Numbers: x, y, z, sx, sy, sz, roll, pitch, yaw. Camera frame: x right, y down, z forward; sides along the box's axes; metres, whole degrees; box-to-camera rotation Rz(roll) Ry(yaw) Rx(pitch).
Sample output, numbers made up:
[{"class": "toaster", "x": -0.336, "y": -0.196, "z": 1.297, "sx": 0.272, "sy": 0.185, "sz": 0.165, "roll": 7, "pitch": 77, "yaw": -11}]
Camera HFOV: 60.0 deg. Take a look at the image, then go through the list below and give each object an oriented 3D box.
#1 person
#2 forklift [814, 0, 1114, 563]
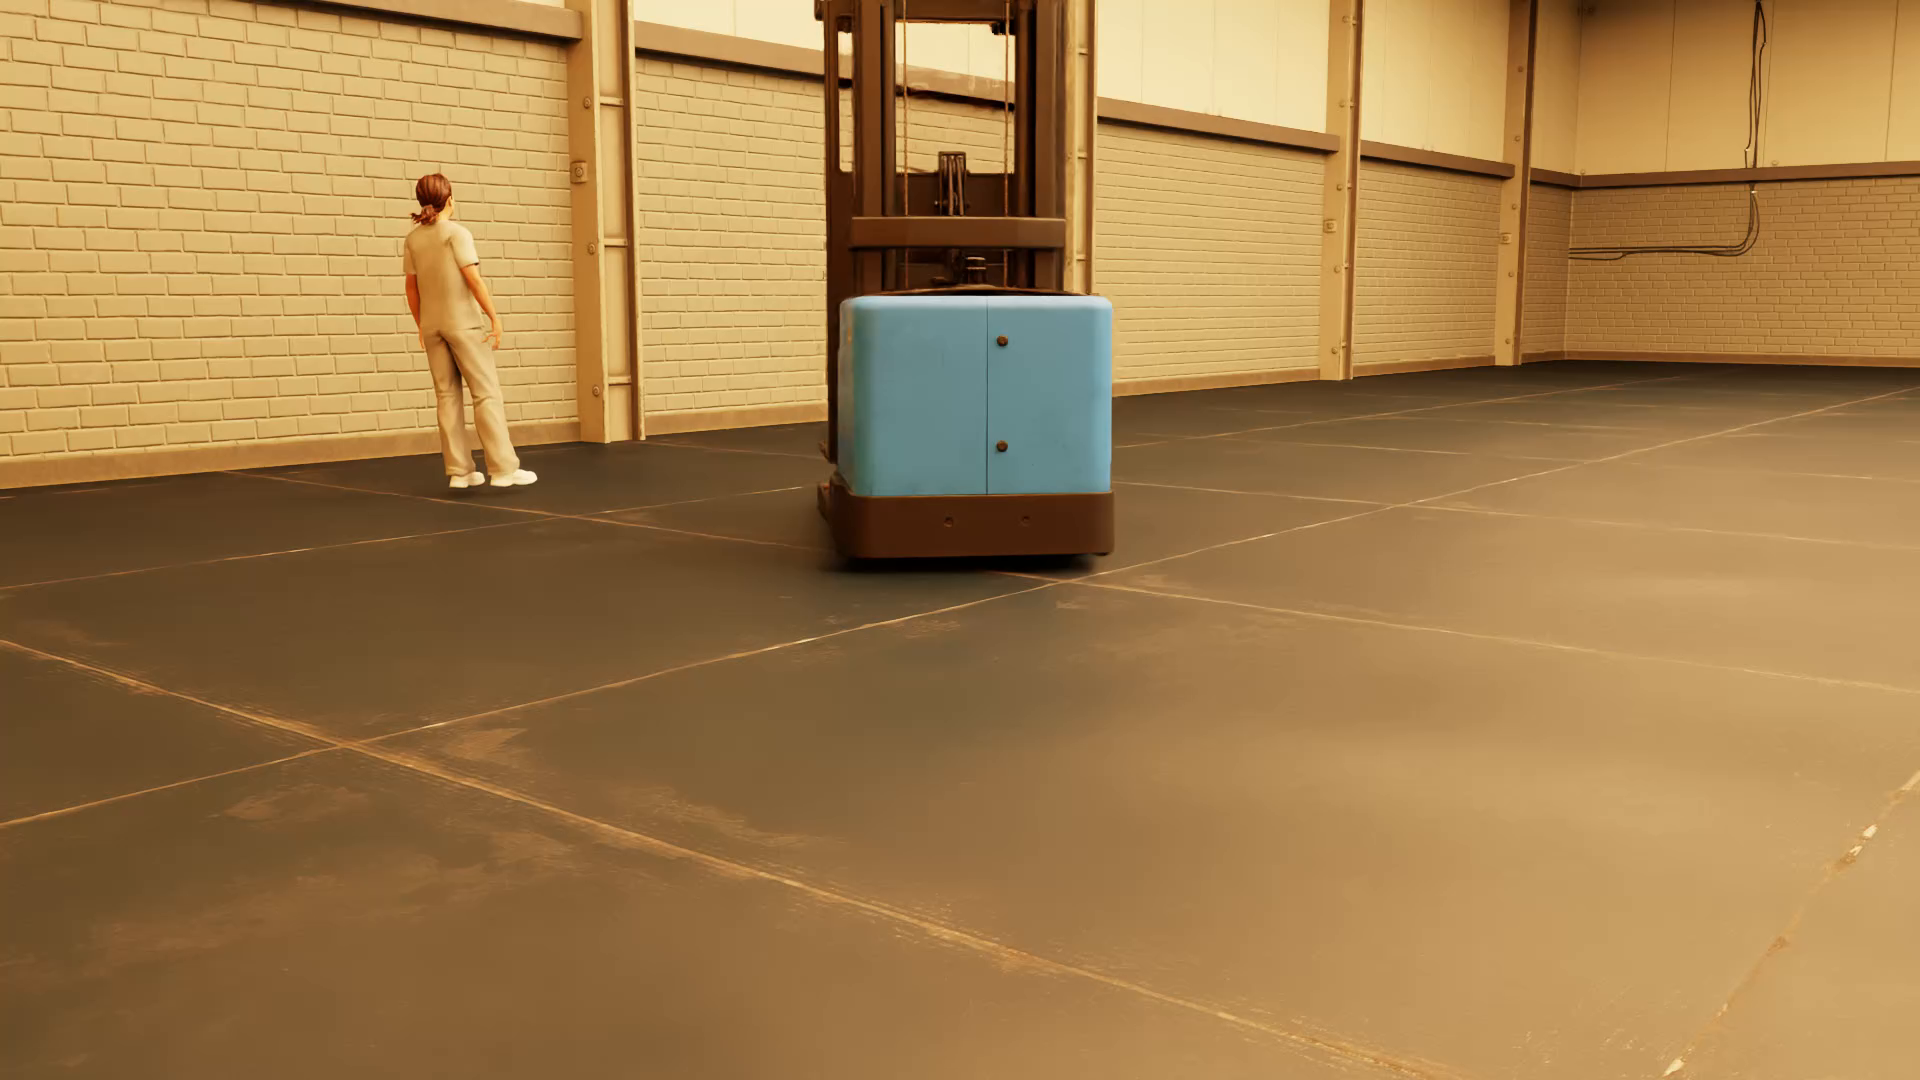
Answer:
[{"class": "person", "x": -2.684, "y": -1.124, "z": 8.993, "sx": 0.546, "sy": 1.674, "sz": 0.535, "roll": 3, "pitch": 9, "yaw": 22}, {"class": "forklift", "x": -0.102, "y": -1.533, "z": 7.761, "sx": 1.130, "sy": 2.935, "sz": 3.031, "roll": -1, "pitch": 8, "yaw": -8}]
